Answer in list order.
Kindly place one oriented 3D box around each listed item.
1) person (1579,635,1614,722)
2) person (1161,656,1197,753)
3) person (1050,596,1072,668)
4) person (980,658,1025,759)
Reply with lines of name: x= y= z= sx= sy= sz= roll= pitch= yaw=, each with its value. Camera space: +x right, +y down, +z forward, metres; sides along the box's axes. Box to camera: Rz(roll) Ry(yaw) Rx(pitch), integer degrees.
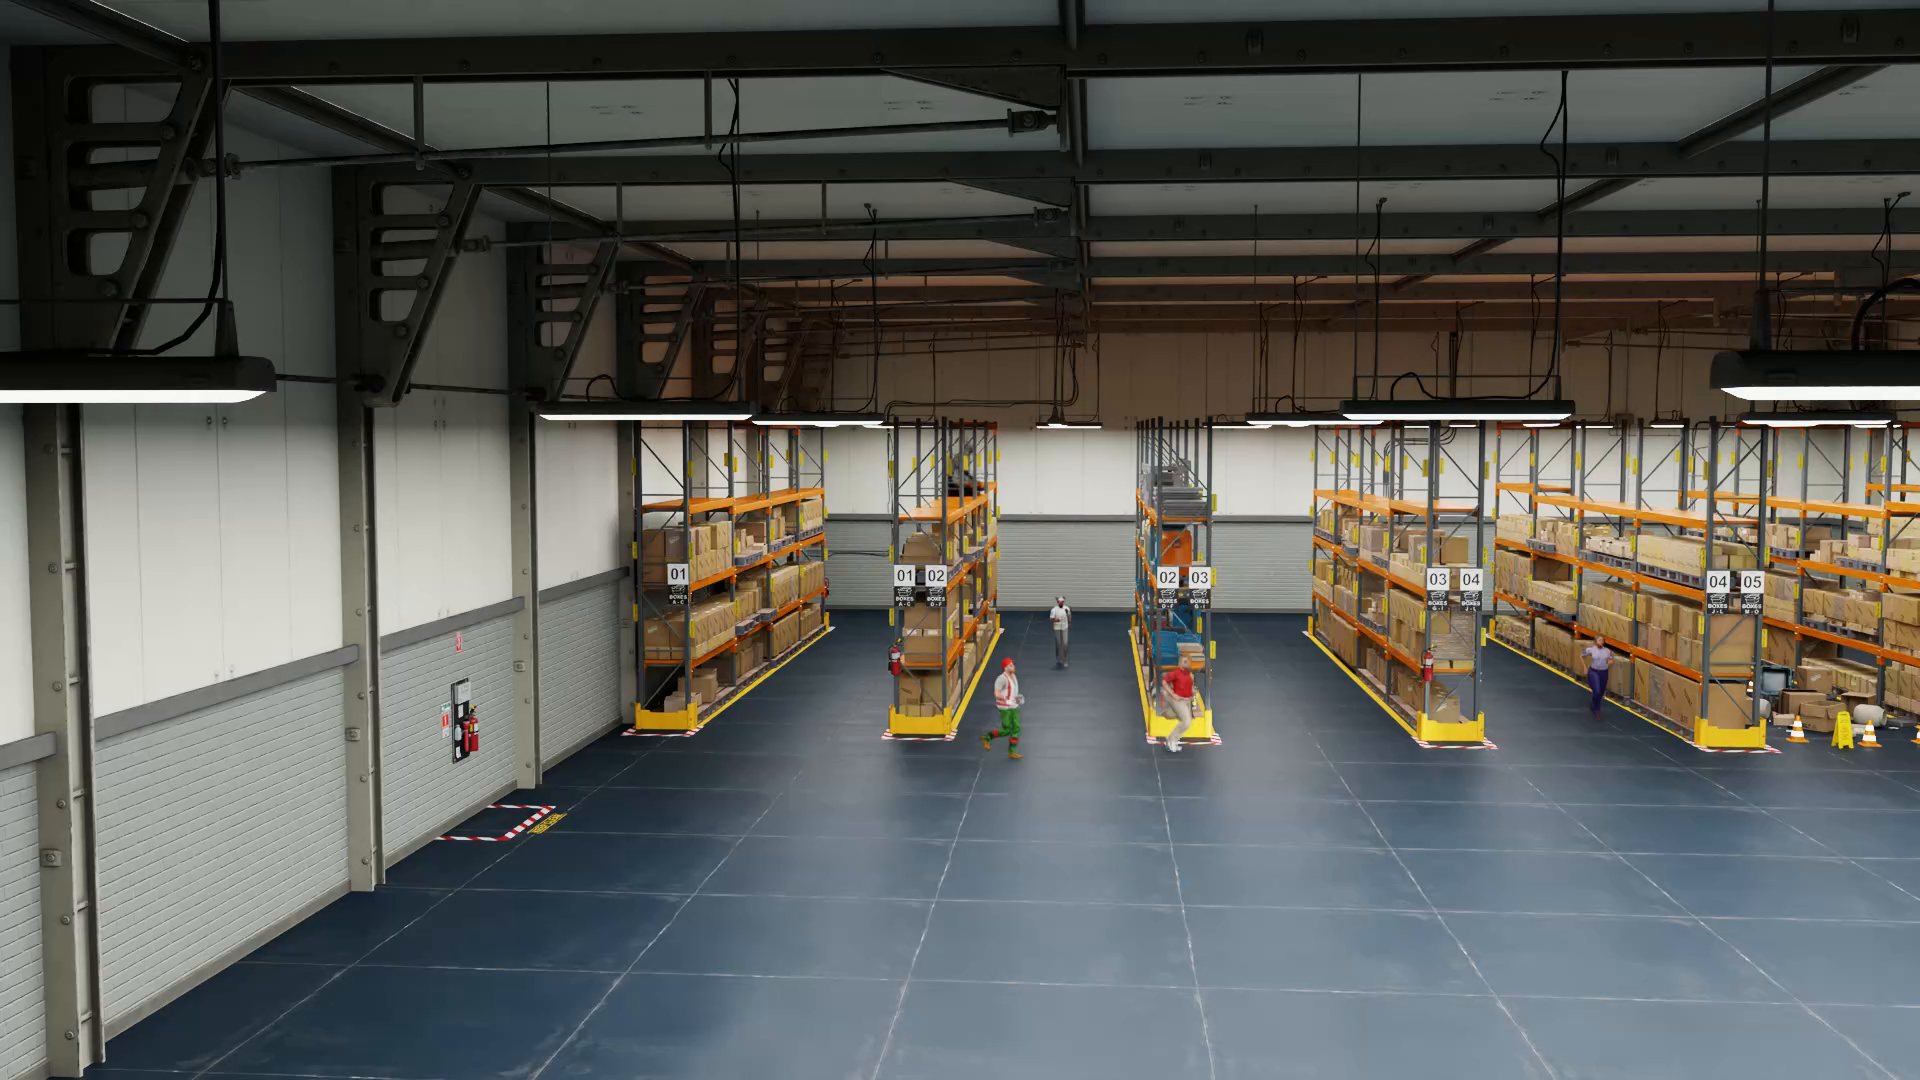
person: x=12.715 y=2.737 z=33.157 sx=0.580 sy=1.709 sz=0.770 roll=-1 pitch=4 yaw=-8
person: x=3.974 y=2.936 z=29.740 sx=0.578 sy=1.698 sz=0.691 roll=3 pitch=5 yaw=41
person: x=2.466 y=2.225 z=40.707 sx=0.564 sy=1.750 sz=0.794 roll=0 pitch=4 yaw=-2
person: x=0.790 y=2.945 z=29.215 sx=0.791 sy=1.771 sz=0.662 roll=2 pitch=4 yaw=31
